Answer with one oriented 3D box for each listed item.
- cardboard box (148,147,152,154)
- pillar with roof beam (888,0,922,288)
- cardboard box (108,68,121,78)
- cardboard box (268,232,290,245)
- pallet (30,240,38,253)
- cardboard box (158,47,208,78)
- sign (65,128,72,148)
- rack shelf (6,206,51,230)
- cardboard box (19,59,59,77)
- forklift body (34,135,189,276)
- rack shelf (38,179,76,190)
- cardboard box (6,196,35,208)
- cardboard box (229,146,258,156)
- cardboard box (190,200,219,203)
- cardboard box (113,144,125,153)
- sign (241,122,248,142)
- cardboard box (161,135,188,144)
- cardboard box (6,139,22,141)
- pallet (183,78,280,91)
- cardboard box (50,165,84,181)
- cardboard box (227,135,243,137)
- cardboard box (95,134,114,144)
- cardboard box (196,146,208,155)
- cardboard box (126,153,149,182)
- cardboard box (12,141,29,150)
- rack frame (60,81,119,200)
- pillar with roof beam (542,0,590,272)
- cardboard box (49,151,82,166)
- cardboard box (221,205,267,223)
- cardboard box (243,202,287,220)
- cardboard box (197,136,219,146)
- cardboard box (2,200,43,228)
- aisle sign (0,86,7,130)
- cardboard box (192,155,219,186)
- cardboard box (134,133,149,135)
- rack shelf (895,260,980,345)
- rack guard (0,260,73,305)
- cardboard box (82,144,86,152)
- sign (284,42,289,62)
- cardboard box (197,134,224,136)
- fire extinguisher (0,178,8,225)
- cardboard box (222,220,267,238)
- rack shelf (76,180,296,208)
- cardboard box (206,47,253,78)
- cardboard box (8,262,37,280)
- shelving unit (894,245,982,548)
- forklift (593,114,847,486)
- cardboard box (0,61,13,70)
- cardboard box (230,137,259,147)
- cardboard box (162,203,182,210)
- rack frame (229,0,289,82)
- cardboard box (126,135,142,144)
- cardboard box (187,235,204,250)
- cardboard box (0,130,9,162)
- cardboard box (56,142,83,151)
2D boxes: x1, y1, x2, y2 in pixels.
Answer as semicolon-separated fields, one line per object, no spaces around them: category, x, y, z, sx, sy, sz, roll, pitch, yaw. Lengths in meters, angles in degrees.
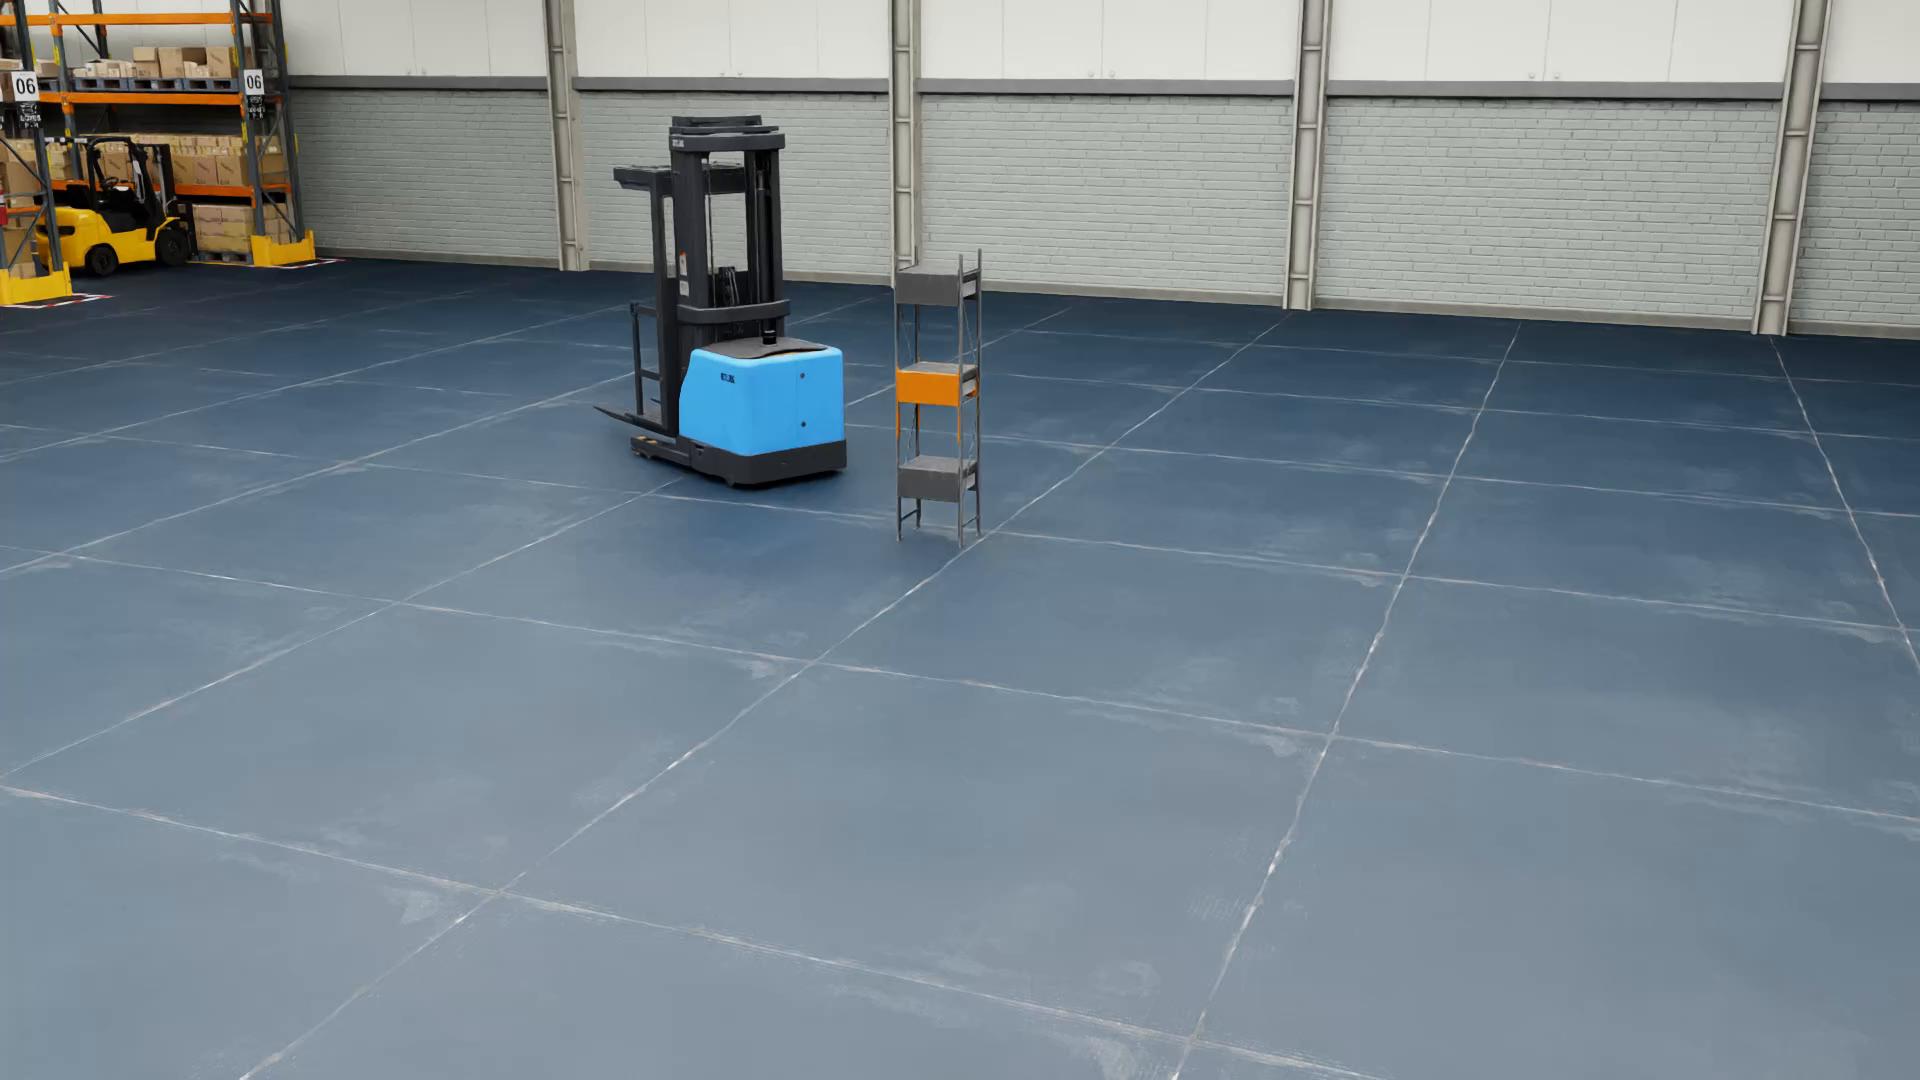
cardboard box;-13.751;-6.742;28.673;0.250;0.149;0.380;6;17;19
pillar with roof beam;-2.395;-7.079;20.418;0.400;9.000;9.100;6;17;21
cardboard box;-14.361;-8.013;28.531;0.250;0.149;0.380;7;18;22
cardboard box;-12.046;-5.219;28.950;0.500;0.250;0.500;6;17;21
pallet;-16.082;-5.372;30.301;1.213;0.211;1.003;6;17;21
cardboard box;-13.078;-8.088;28.162;0.500;0.500;0.700;6;17;21
sign;-15.572;-7.023;29.049;0.005;0.325;0.100;6;17;21
rack shelf;-15.339;-4.809;24.647;4.000;0.370;1.077;6;17;21
cardboard box;-16.145;-8.305;29.246;0.500;0.311;0.500;6;17;19
forklift body;-14.095;-5.550;27.435;1.214;2.155;2.313;6;17;21
rack shelf;-17.243;-6.505;30.492;4.000;0.370;1.077;6;17;21
cardboard box;-13.719;-4.917;24.182;0.250;0.149;0.380;6;17;21
cardboard box;-12.086;-6.559;28.045;0.250;0.149;0.380;7;17;21
cardboard box;-13.440;-5.855;29.347;0.500;0.250;0.500;6;17;20
cardboard box;-14.486;-6.815;28.926;0.250;0.149;0.380;7;17;22
sign;-11.873;-6.768;27.604;0.005;0.325;0.100;6;17;21
cardboard box;-13.501;-6.877;28.605;0.250;0.149;0.380;7;17;21
cardboard box;-17.291;-7.282;30.535;0.250;0.149;0.380;7;18;22
pallet;-12.309;-7.714;28.144;1.213;0.211;1.003;6;17;21
cardboard box;-15.947;-6.558;29.652;0.500;0.250;0.500;7;17;22
cardboard box;-12.377;-6.888;28.644;0.250;0.149;0.380;7;17;22
cardboard box;-14.911;-7.040;29.168;0.250;0.149;0.380;7;17;21
cardboard box;-12.780;-6.649;28.352;0.250;0.149;0.380;6;17;20
cardboard box;-14.103;-6.481;28.938;0.500;0.500;0.500;6;17;20
cardboard box;-16.750;-7.079;29.836;0.250;0.149;0.380;6;17;19
rack frame;-15.382;-6.646;29.687;0.127;3.000;1.000;6;17;21
pillar with roof beam;-7.976;-7.693;22.532;0.400;9.000;9.100;6;17;21
cardboard box;-15.933;-6.798;29.583;0.500;0.250;0.500;6;17;19
cardboard box;-12.204;-5.565;28.347;0.500;0.250;0.500;7;18;22
cardboard box;-12.039;-5.697;28.802;0.500;0.250;0.500;6;17;20
cardboard box;-12.770;-6.803;28.351;0.250;0.149;0.380;6;17;21
cardboard box;-17.291;-5.916;30.677;0.625;0.625;0.875;6;17;18
aisle sign;-13.528;-6.116;23.199;0.004;0.787;0.394;6;17;21
cardboard box;-12.695;-6.323;28.394;0.500;0.500;0.500;7;18;22
cardboard box;-14.505;-7.134;29.492;0.250;0.149;0.380;6;17;20
rack shelf;-0.154;-1.684;11.748;0.480;0.518;0.431;6;17;21
rack guard;-13.550;-3.757;24.217;0.348;0.500;1.175;6;17;21
cardboard box;-15.182;-6.905;29.236;0.250;0.149;0.380;6;17;20
sign;-11.452;-8.279;28.220;0.005;0.325;0.100;6;17;21
cardboard box;-13.064;-6.990;28.996;0.250;0.149;0.380;6;17;19
fire extinguisher;-13.542;-4.781;23.401;0.183;0.674;0.296;6;17;21
cardboard box;-12.229;-5.327;28.425;0.500;0.250;0.500;6;17;20
rack shelf;-13.522;-6.096;29.083;4.000;0.370;1.077;6;17;21
cardboard box;-12.162;-7.957;27.712;0.500;0.500;0.500;7;18;22
cardboard box;-14.128;-3.985;24.698;0.500;0.250;0.500;6;17;20
shelving unit;-0.154;-1.025;11.939;0.503;2.100;0.431;6;17;21
forklift;-2.272;-2.197;14.484;1.130;2.935;3.031;-13;20;-37
cardboard box;-13.735;-6.741;23.655;0.250;0.149;0.380;6;17;20
cardboard box;-12.072;-6.722;28.070;0.250;0.149;0.380;6;17;21
cardboard box;-13.623;-5.718;28.876;0.500;0.250;0.500;6;17;20
rack frame;-11.661;-9.118;27.441;0.127;3.000;1.000;6;17;21
cardboard box;-14.224;-6.940;28.821;0.250;0.149;0.380;6;17;20
cardboard box;-13.135;-5.191;28.854;0.500;0.250;0.500;6;17;21
cardboard box;-14.034;-5.616;23.632;0.500;0.500;0.700;6;17;19
cardboard box;-15.781;-6.983;29.505;0.250;0.149;0.380;7;18;23
